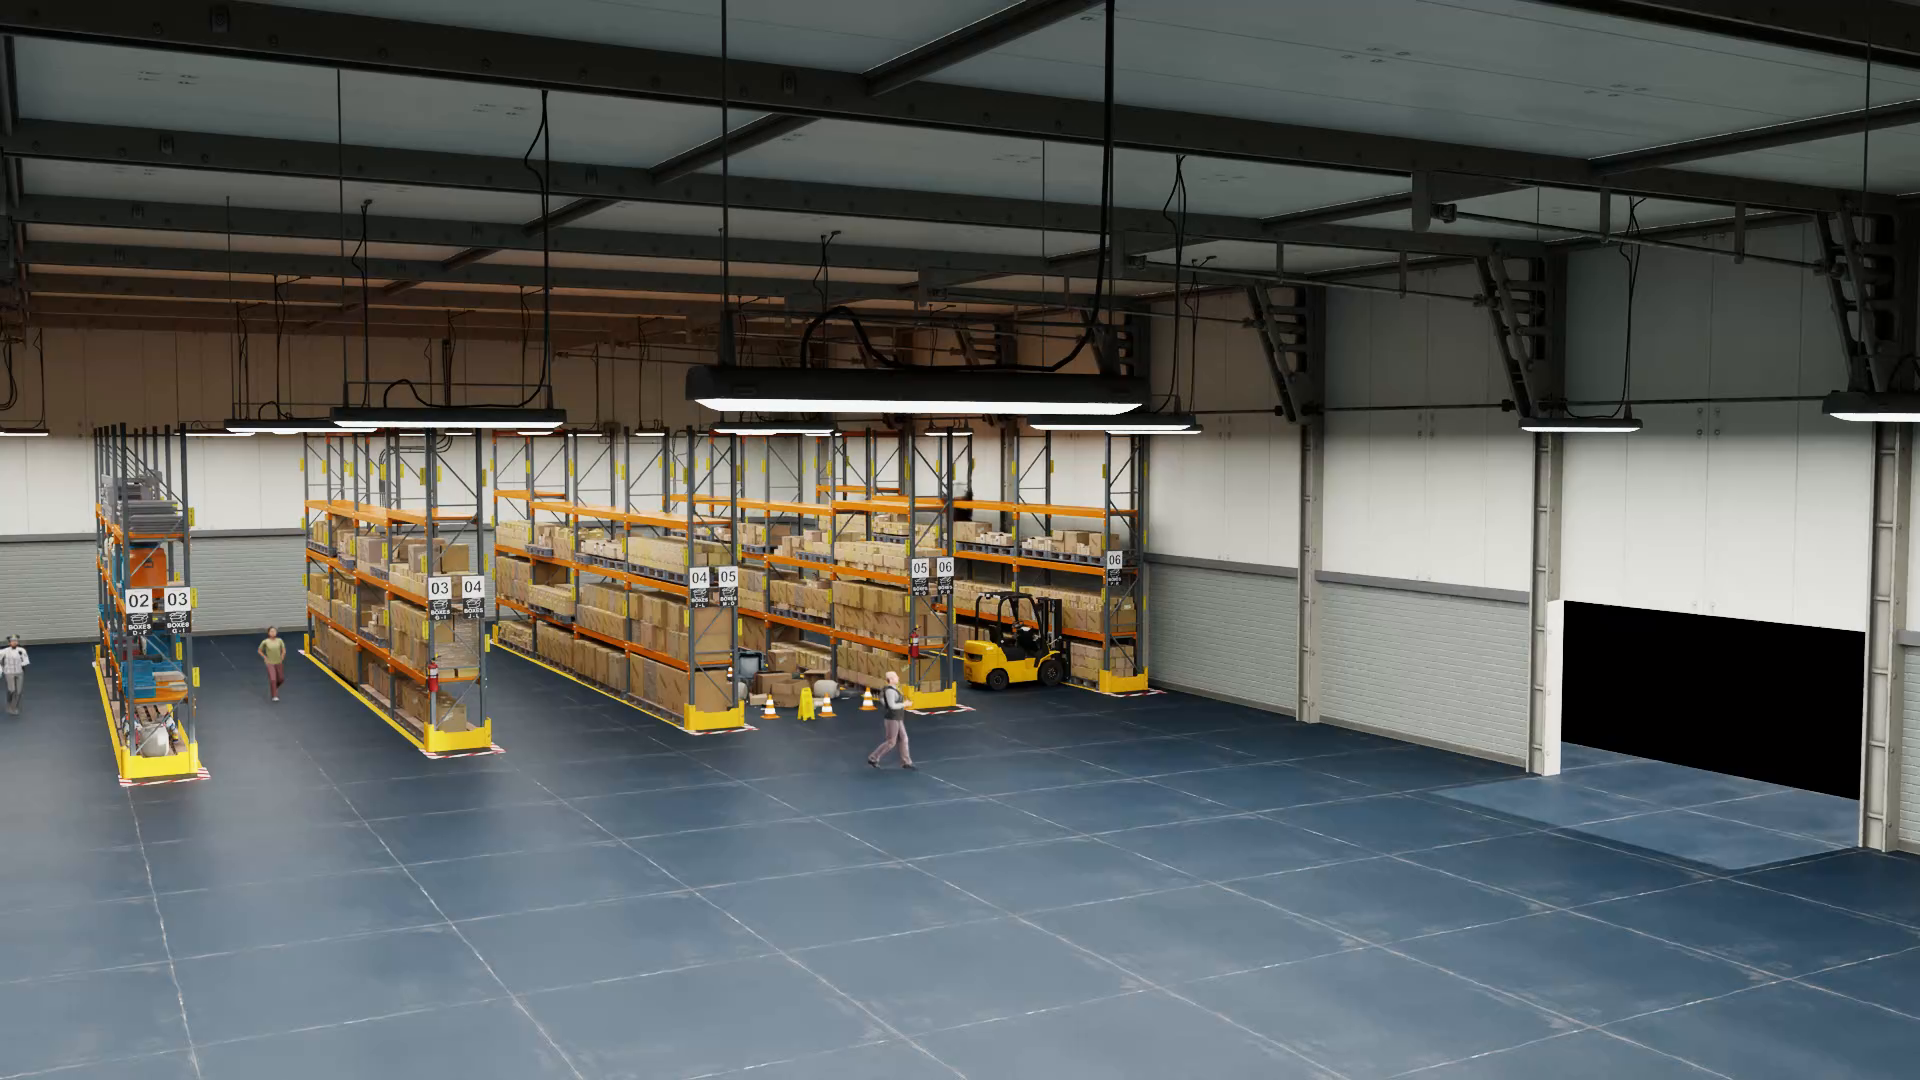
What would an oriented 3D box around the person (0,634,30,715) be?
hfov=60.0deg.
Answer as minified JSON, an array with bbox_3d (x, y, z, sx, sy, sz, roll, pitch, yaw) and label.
[{"bbox_3d":[-19.617,2.789,34.482,0.586,1.660,0.641,-3,5,-42],"label":"person"}]

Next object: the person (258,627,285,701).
[{"bbox_3d":[-15.066,2.702,36.446,0.580,1.619,0.609,-3,4,-37],"label":"person"}]

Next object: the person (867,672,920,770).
[{"bbox_3d":[-1.137,3.104,28.473,0.906,1.715,0.661,0,3,1],"label":"person"}]
